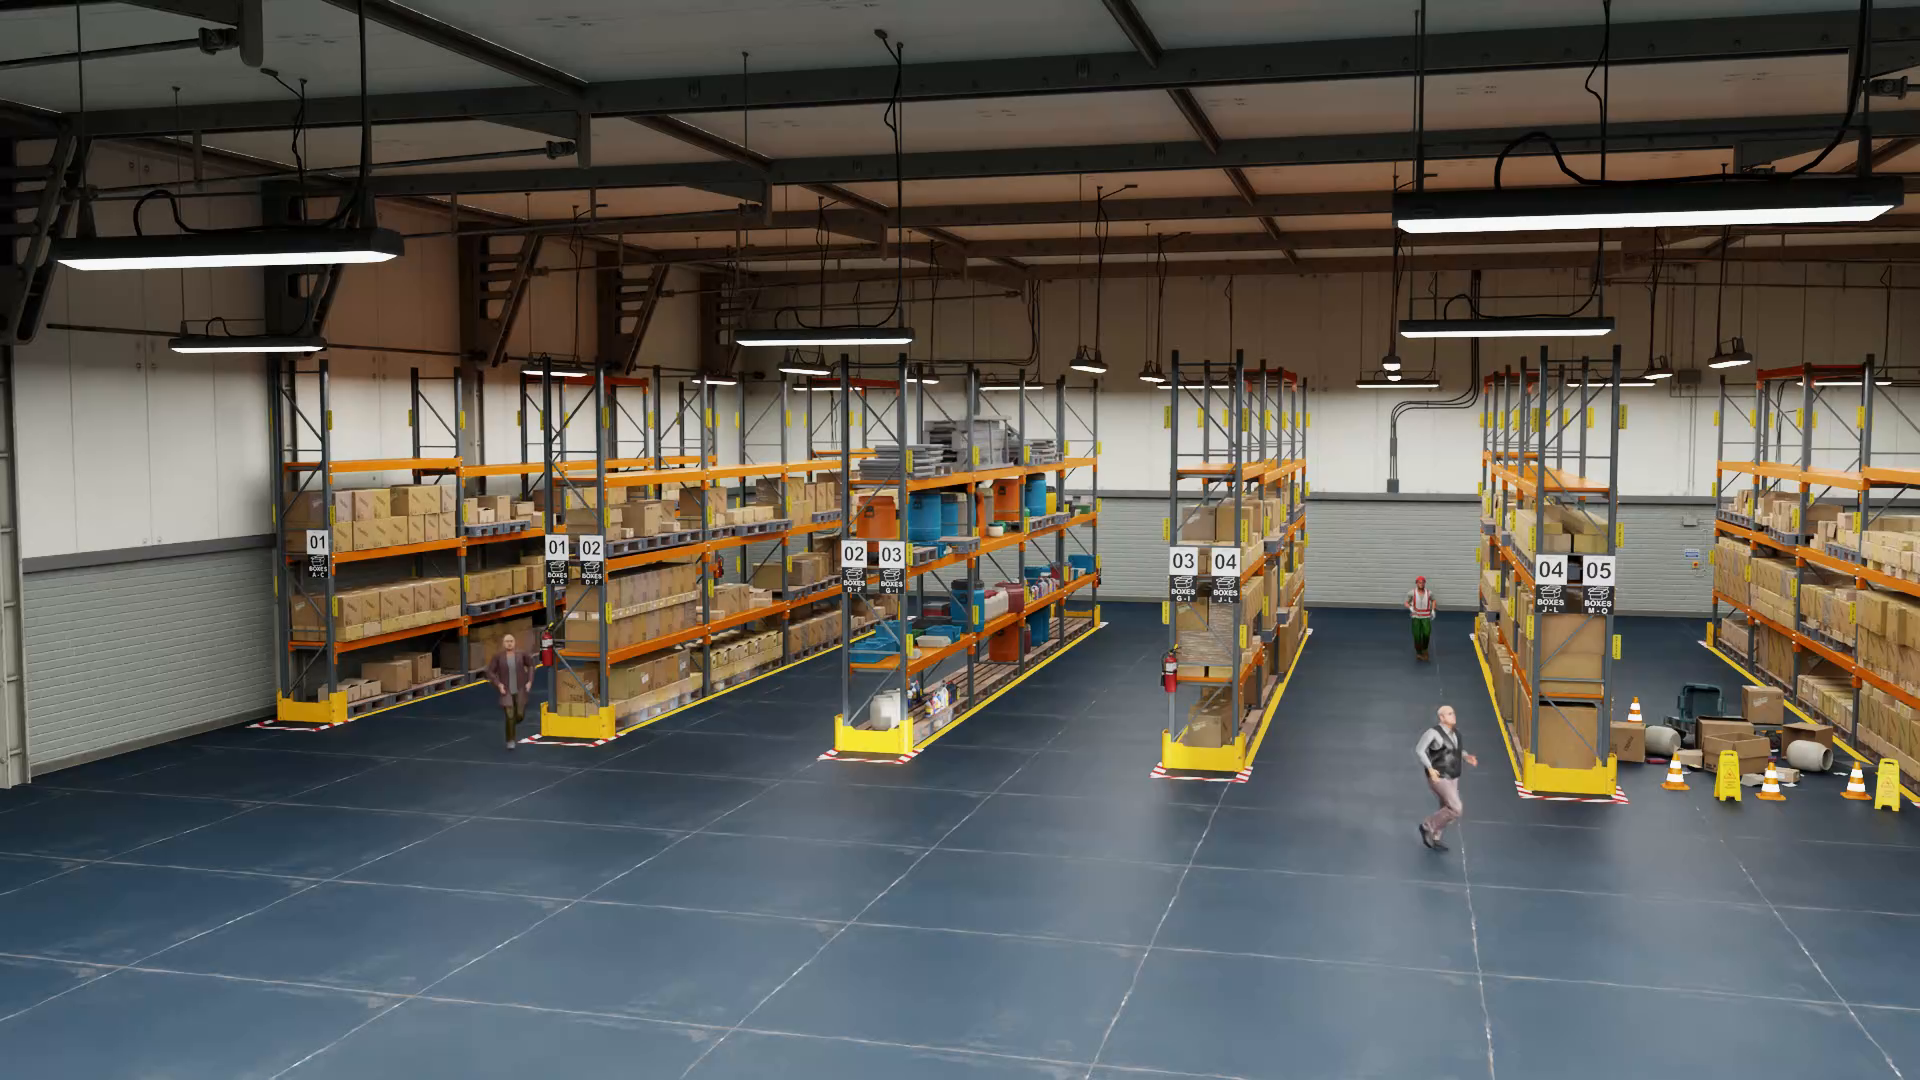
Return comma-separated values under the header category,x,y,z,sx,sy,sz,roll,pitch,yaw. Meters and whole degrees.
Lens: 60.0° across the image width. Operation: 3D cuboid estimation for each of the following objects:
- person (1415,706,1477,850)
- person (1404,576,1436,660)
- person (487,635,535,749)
category,x,y,z,sx,sy,sz,roll,pitch,yaw
person,5.679,2.767,19.307,0.644,1.690,0.593,-4,6,-42
person,9.577,1.631,34.592,0.648,1.759,0.640,1,4,13
person,-6.861,2.308,25.446,0.715,1.741,0.714,-2,4,-22
